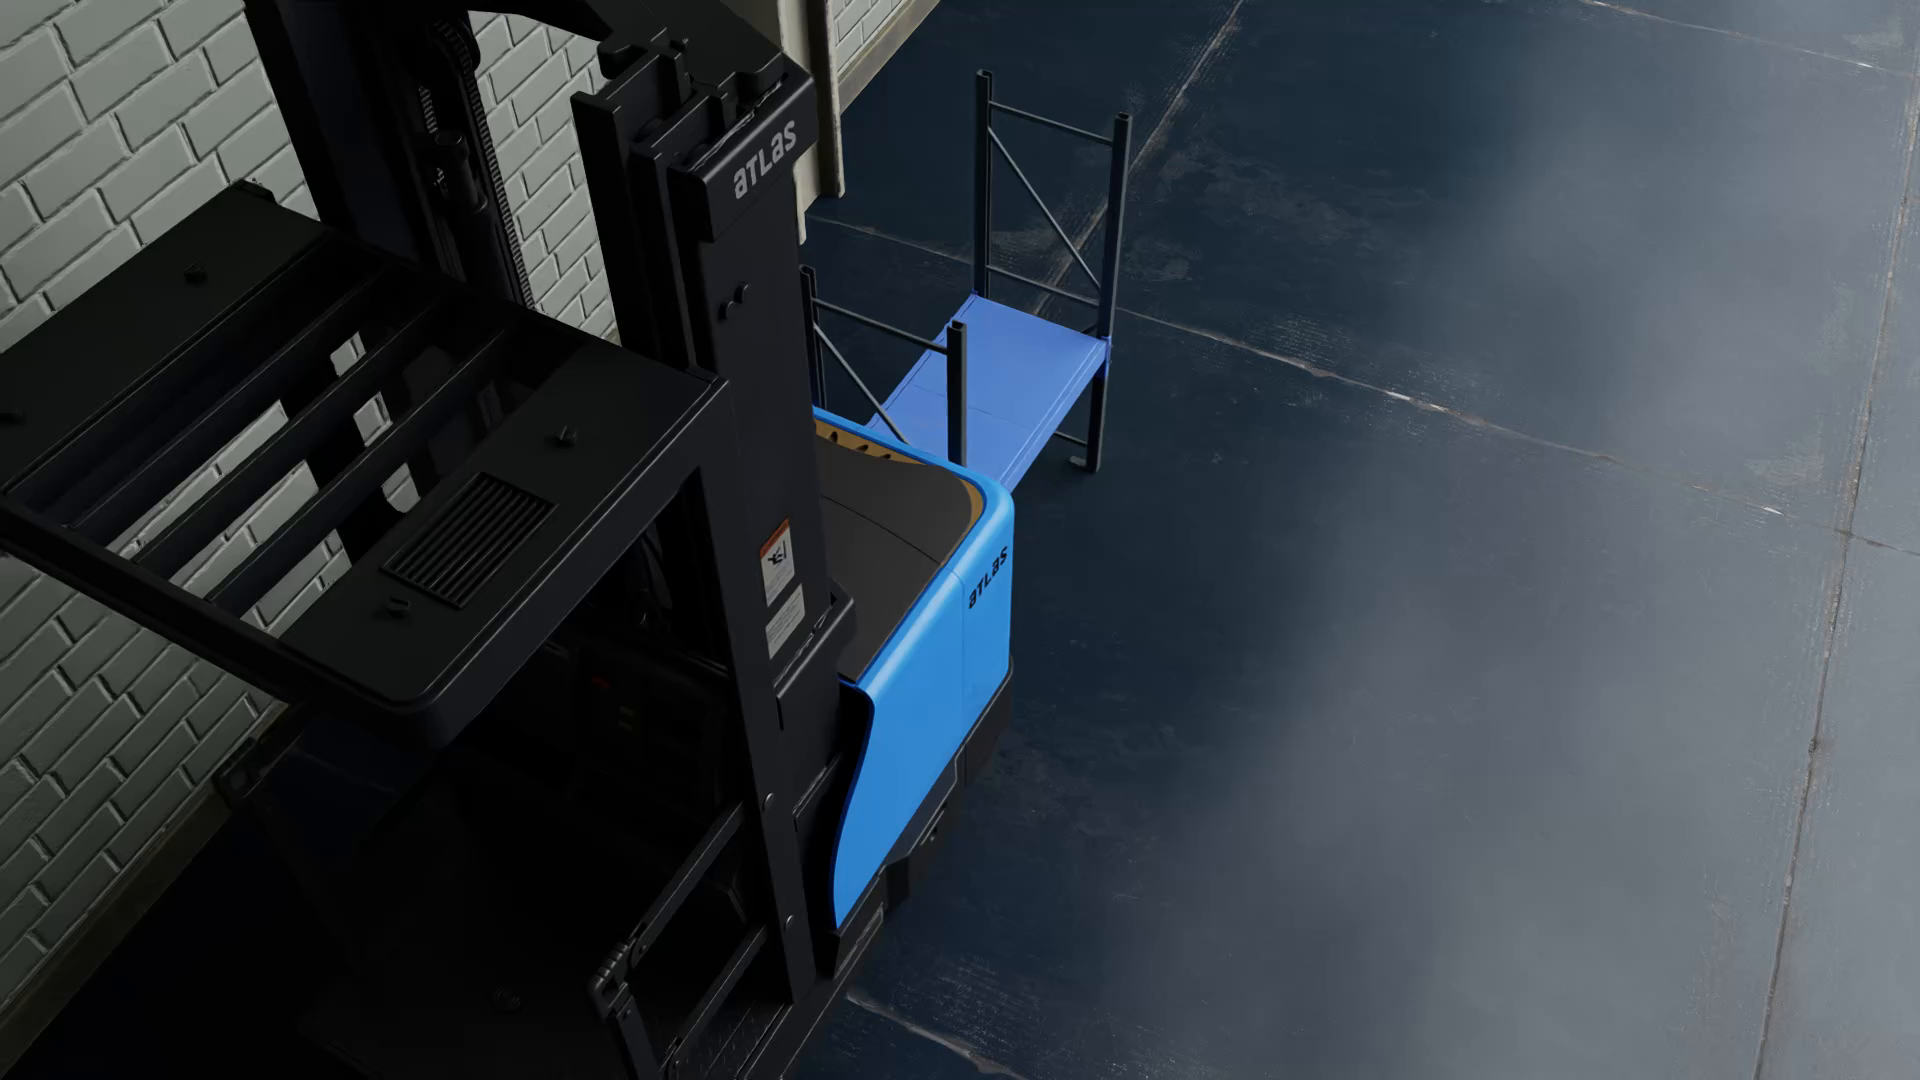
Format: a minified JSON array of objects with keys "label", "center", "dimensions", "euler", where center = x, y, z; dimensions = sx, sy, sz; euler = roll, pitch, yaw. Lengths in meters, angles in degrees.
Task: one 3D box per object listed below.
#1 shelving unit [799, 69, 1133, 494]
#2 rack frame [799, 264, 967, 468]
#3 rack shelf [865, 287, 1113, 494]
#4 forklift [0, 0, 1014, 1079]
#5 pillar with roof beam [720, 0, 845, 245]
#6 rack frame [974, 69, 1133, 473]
[{"label":"shelving unit","center":[0.033,-0.485,5.178],"dimensions":[0.538,1.500,1.048],"euler":[22,53,18]},{"label":"rack frame","center":[-0.208,-0.145,4.888],"dimensions":[0.500,1.500,0.032],"euler":[22,53,18]},{"label":"rack shelf","center":[0.033,-0.369,5.315],"dimensions":[0.538,0.185,1.000],"euler":[22,53,18]},{"label":"forklift","center":[-0.997,0.407,3.479],"dimensions":[1.130,2.935,3.031],"euler":[23,53,18]},{"label":"pillar with roof beam","center":[3.188,-2.900,2.309],"dimensions":[9.100,9.000,0.400],"euler":[20,52,16]},{"label":"rack frame","center":[0.275,-0.826,5.468],"dimensions":[0.500,1.500,0.032],"euler":[22,53,18]}]
